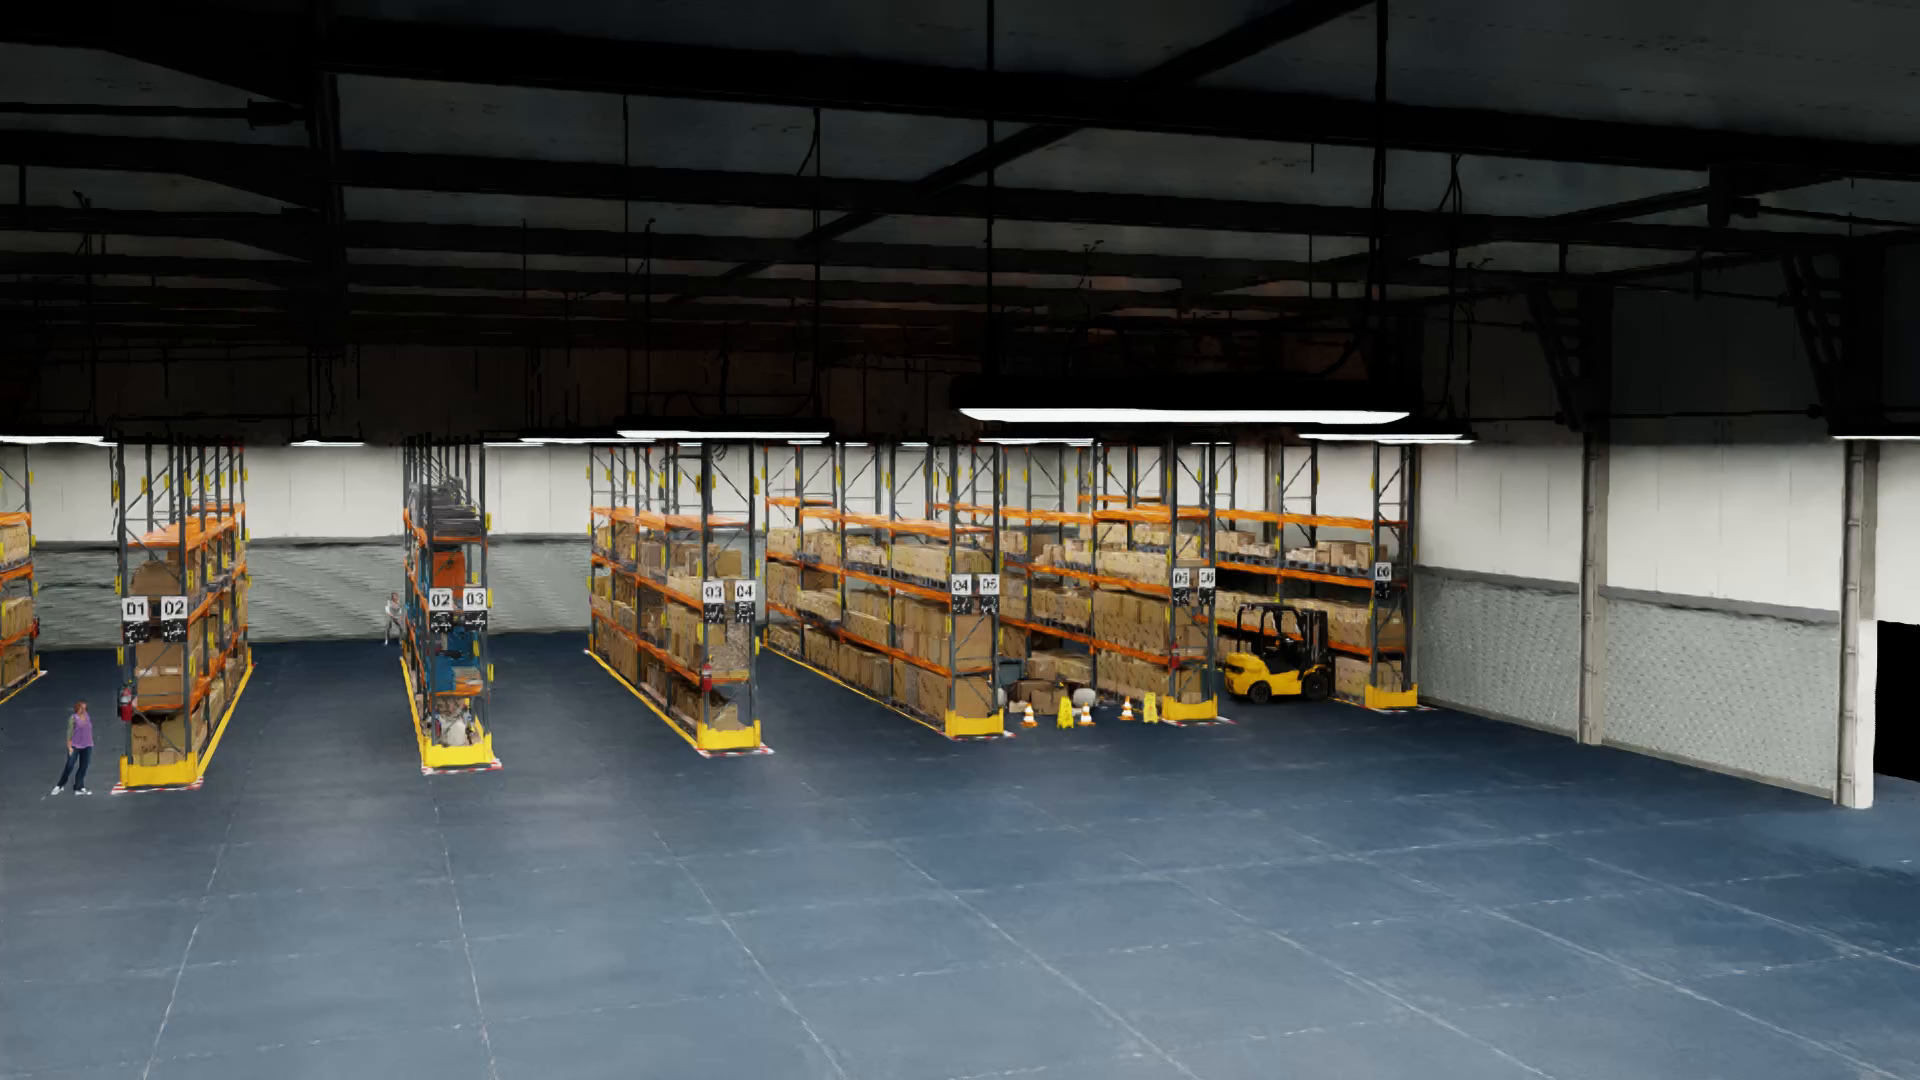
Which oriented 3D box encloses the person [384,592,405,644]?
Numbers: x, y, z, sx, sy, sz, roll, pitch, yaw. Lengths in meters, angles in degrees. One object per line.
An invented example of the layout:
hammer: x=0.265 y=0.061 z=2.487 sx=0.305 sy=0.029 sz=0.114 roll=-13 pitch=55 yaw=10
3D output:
person: x=-16.458 y=2.271 z=48.325 sx=0.560 sy=1.538 sz=0.722 roll=-3 pitch=4 yaw=-42

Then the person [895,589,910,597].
person: x=-1.745 y=2.011 z=50.890 sx=0.643 sy=1.767 sz=0.399 roll=3 pitch=4 yaw=39

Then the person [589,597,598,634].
person: x=-10.769 y=2.112 z=49.674 sx=0.709 sy=1.701 sz=0.797 roll=-3 pitch=4 yaw=-39

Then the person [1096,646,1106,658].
person: x=3.679 y=2.440 z=43.938 sx=0.463 sy=1.677 sz=0.524 roll=1 pitch=3 yaw=10

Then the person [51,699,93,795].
person: x=-14.570 y=3.415 z=27.287 sx=0.472 sy=1.589 sz=0.594 roll=2 pitch=4 yaw=26
